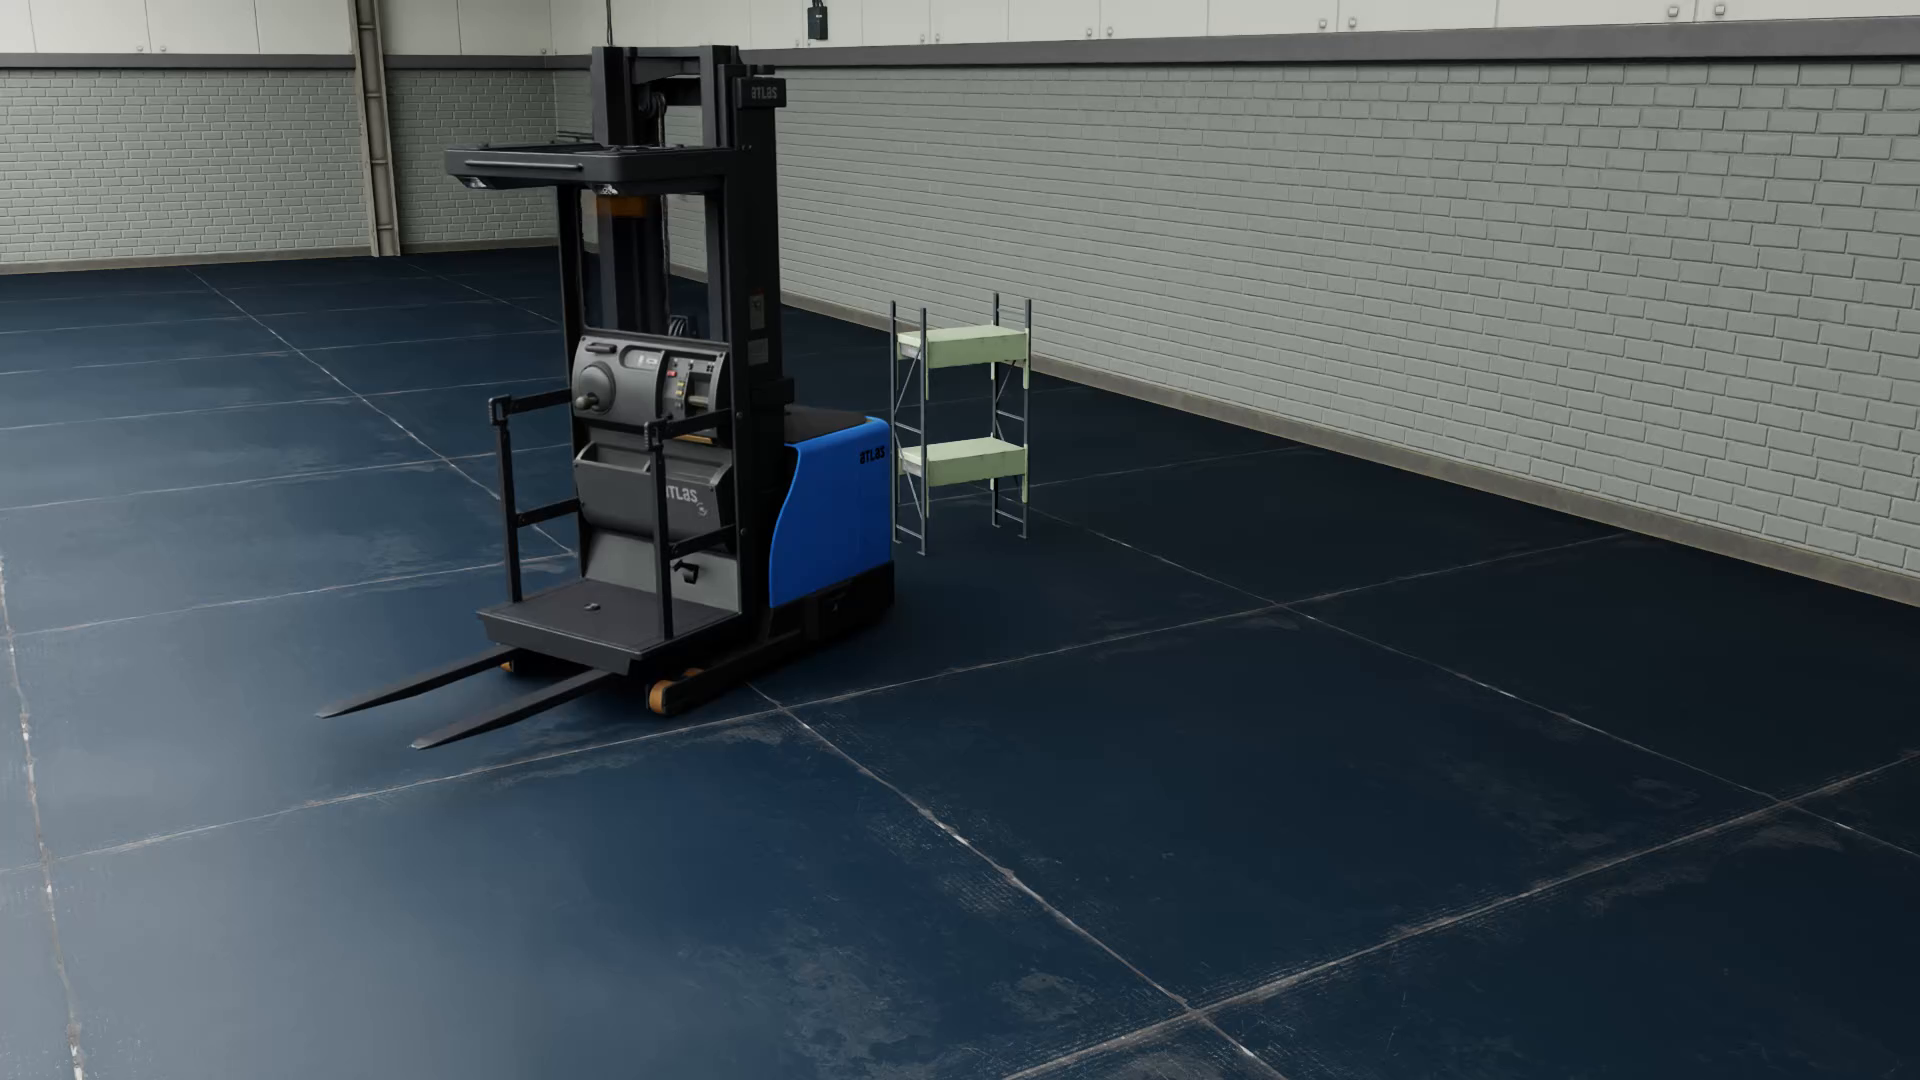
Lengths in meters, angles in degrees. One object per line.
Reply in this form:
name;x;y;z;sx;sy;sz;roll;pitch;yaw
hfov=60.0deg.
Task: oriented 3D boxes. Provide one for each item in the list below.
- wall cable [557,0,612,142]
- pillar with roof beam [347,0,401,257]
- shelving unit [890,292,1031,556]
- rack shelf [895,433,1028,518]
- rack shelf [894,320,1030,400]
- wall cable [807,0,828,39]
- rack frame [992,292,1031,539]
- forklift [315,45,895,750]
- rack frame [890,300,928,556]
wall cable;-6.018;-7.515;26.301;0.112;2.526;3.097;-9;18;-30
pillar with roof beam;-7.007;-7.911;21.959;0.400;9.000;9.100;-9;18;-30
shelving unit;0.006;-0.723;10.211;0.755;1.500;0.431;-9;18;-30
rack shelf;0.006;-0.409;10.299;0.720;0.370;0.431;-9;18;-30
rack shelf;0.006;-1.099;10.105;0.720;0.370;0.431;-9;18;-30
wall cable;-1.142;-8.449;17.579;0.169;6.003;2.305;-9;18;-30
rack frame;0.319;-0.774;10.392;0.023;1.500;0.400;-9;18;-30
forklift;-1.588;-0.755;7.672;1.130;2.935;3.031;10;19;32
rack frame;-0.308;-0.672;10.029;0.023;1.500;0.400;-9;18;-30
